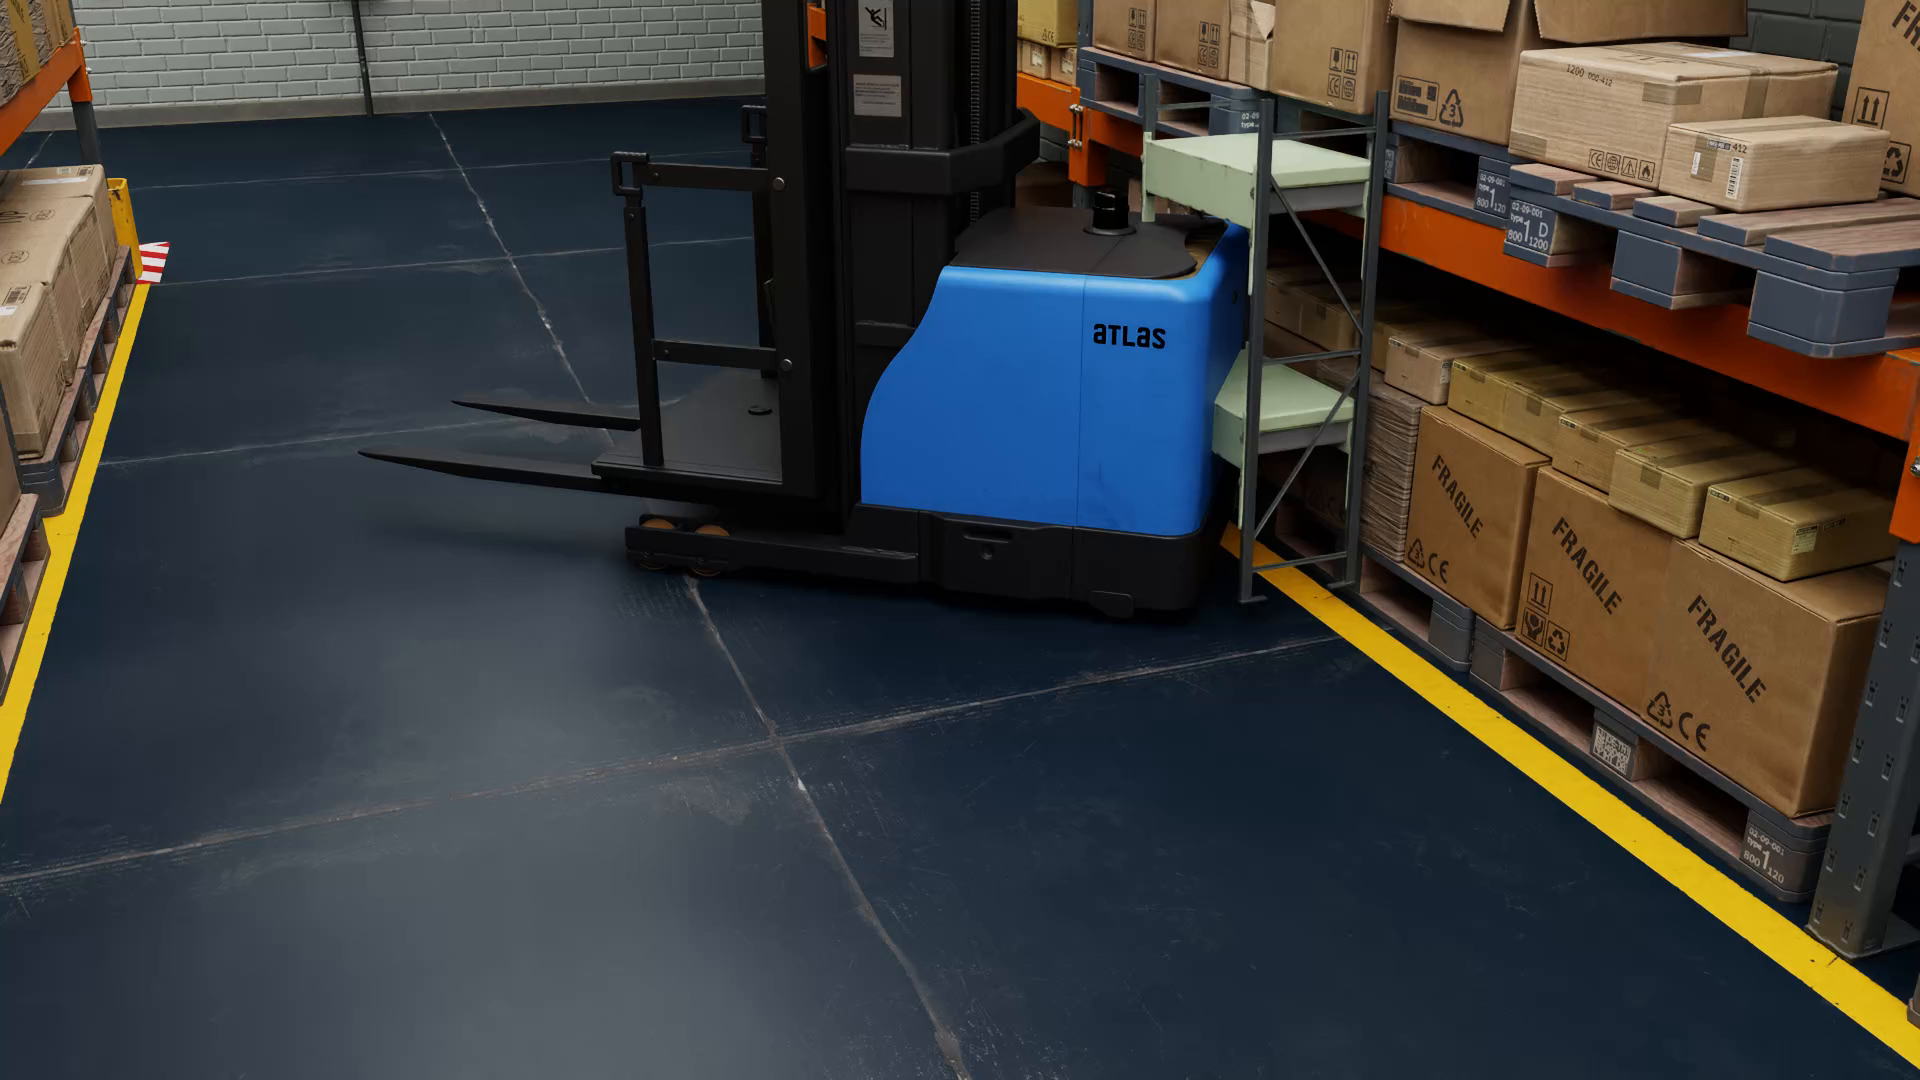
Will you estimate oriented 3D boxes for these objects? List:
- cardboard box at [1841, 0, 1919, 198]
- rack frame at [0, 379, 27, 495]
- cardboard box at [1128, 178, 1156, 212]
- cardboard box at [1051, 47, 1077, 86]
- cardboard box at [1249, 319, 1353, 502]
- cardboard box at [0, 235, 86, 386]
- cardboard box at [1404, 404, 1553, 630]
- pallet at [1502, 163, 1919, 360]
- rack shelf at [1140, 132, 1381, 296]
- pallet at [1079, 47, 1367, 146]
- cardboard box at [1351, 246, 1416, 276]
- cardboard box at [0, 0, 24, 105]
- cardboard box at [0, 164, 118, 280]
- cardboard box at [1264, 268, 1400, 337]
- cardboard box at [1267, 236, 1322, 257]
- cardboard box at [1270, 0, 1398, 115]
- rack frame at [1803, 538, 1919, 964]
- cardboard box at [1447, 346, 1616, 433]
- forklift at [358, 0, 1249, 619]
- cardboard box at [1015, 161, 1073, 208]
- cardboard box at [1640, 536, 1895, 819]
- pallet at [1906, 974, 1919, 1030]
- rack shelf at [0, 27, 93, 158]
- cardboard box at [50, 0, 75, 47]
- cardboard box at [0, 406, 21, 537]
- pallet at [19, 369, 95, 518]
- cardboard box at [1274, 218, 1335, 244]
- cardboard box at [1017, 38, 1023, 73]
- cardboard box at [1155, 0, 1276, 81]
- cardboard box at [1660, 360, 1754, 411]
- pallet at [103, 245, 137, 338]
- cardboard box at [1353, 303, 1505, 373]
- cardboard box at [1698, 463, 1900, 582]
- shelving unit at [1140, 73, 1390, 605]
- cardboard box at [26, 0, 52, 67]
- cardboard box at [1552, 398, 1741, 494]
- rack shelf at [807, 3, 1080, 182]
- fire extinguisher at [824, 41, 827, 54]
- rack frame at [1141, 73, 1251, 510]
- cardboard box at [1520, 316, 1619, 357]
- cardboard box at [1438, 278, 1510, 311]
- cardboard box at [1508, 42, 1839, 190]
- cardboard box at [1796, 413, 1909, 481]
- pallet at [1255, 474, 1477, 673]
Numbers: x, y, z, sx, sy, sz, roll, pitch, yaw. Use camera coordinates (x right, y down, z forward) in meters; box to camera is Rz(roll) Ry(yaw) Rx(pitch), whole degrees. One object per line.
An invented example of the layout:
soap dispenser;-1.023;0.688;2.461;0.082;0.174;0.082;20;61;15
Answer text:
cardboard box;2.326;-1.008;3.609;0.500;0.500;0.500;-7;24;-17
rack frame;-3.694;-1.330;5.045;1.000;3.000;0.127;-8;24;-19
cardboard box;0.883;-1.332;6.508;0.380;0.149;0.250;-9;24;-20
cardboard box;0.599;-1.978;6.905;0.380;0.149;0.250;-8;24;-18
cardboard box;1.278;-0.474;5.690;0.500;0.500;0.500;-9;25;-21
cardboard box;-4.132;-0.911;6.808;0.875;0.438;0.875;-9;25;-21
cardboard box;1.657;-0.098;4.799;0.500;0.500;0.500;-7;24;-17
pallet;2.056;-0.708;3.814;1.213;0.211;1.003;-8;24;-19
rack shelf;0.896;-1.020;5.050;0.431;0.370;0.720;-9;23;-18
pallet;1.129;-1.619;5.976;1.003;0.211;1.213;-8;24;-19
cardboard box;1.655;-0.988;6.074;0.380;0.149;0.250;-10;25;-22
cardboard box;-3.958;-1.948;6.381;0.500;0.500;0.500;-8;24;-19
cardboard box;-4.780;-1.571;8.373;0.875;0.438;0.875;-9;25;-21
cardboard box;1.261;-0.811;5.655;0.380;0.149;0.250;-8;24;-19
cardboard box;1.098;-1.005;6.115;0.380;0.149;0.250;-10;25;-22
cardboard box;1.370;-1.573;4.950;0.700;0.500;0.500;-8;24;-19
rack frame;2.361;-0.559;3.215;1.000;3.000;0.127;-8;24;-19
cardboard box;1.633;-0.434;4.760;0.380;0.149;0.250;-9;24;-20
forklift;-0.602;-1.419;5.343;3.031;2.935;1.130;6;24;15
cardboard box;0.295;-1.580;8.313;0.700;0.500;0.500;-9;25;-21
cardboard box;2.011;0.275;3.914;0.500;0.500;0.500;-8;24;-17
pallet;2.616;1.030;3.034;1.003;0.211;1.213;-8;24;-19
rack shelf;-4.401;-1.726;6.908;1.077;0.370;4.000;-8;24;-19
cardboard box;-4.689;-2.691;8.144;0.500;0.500;0.500;-8;24;-19
cardboard box;-3.400;-0.331;4.867;0.875;0.875;0.875;-8;24;-17
pallet;-3.889;-0.333;6.267;1.003;0.211;1.213;-8;24;-19
cardboard box;1.446;-1.164;6.493;0.380;0.149;0.250;-8;24;-19
cardboard box;0.373;-2.161;7.339;0.380;0.149;0.250;-8;24;-18
cardboard box;1.093;-1.858;5.626;0.700;0.500;0.500;-8;24;-18
cardboard box;2.228;-0.423;4.735;0.380;0.149;0.250;-10;25;-21
pallet;-4.751;-1.219;8.371;1.003;0.211;1.213;-8;24;-19
cardboard box;1.469;-0.627;5.217;0.380;0.149;0.250;-8;24;-19
cardboard box;1.950;-0.045;3.837;0.380;0.149;0.250;-10;25;-22
shelving unit;0.904;-0.657;5.194;0.431;1.500;0.755;-9;23;-18
cardboard box;-4.335;-2.321;7.266;0.500;0.500;0.500;-8;24;-17
cardboard box;1.773;-0.241;4.303;0.380;0.149;0.250;-9;25;-21
rack shelf;0.242;-2.408;8.527;1.077;0.370;4.000;-8;24;-19
fire extinguisher;-0.949;-3.249;10.176;0.296;0.674;0.183;-8;24;-19
rack frame;0.781;-0.781;5.515;0.400;1.500;0.023;-9;23;-18
cardboard box;1.962;-0.595;5.142;0.380;0.149;0.250;-8;24;-19
cardboard box;1.845;-0.795;5.616;0.380;0.149;0.250;-8;24;-18
cardboard box;1.686;-1.023;3.967;0.500;0.250;0.500;-10;25;-21
cardboard box;2.400;-0.232;4.282;0.380;0.149;0.250;-8;24;-17
pallet;1.706;0.007;5.463;1.003;0.211;1.213;-8;24;-19
